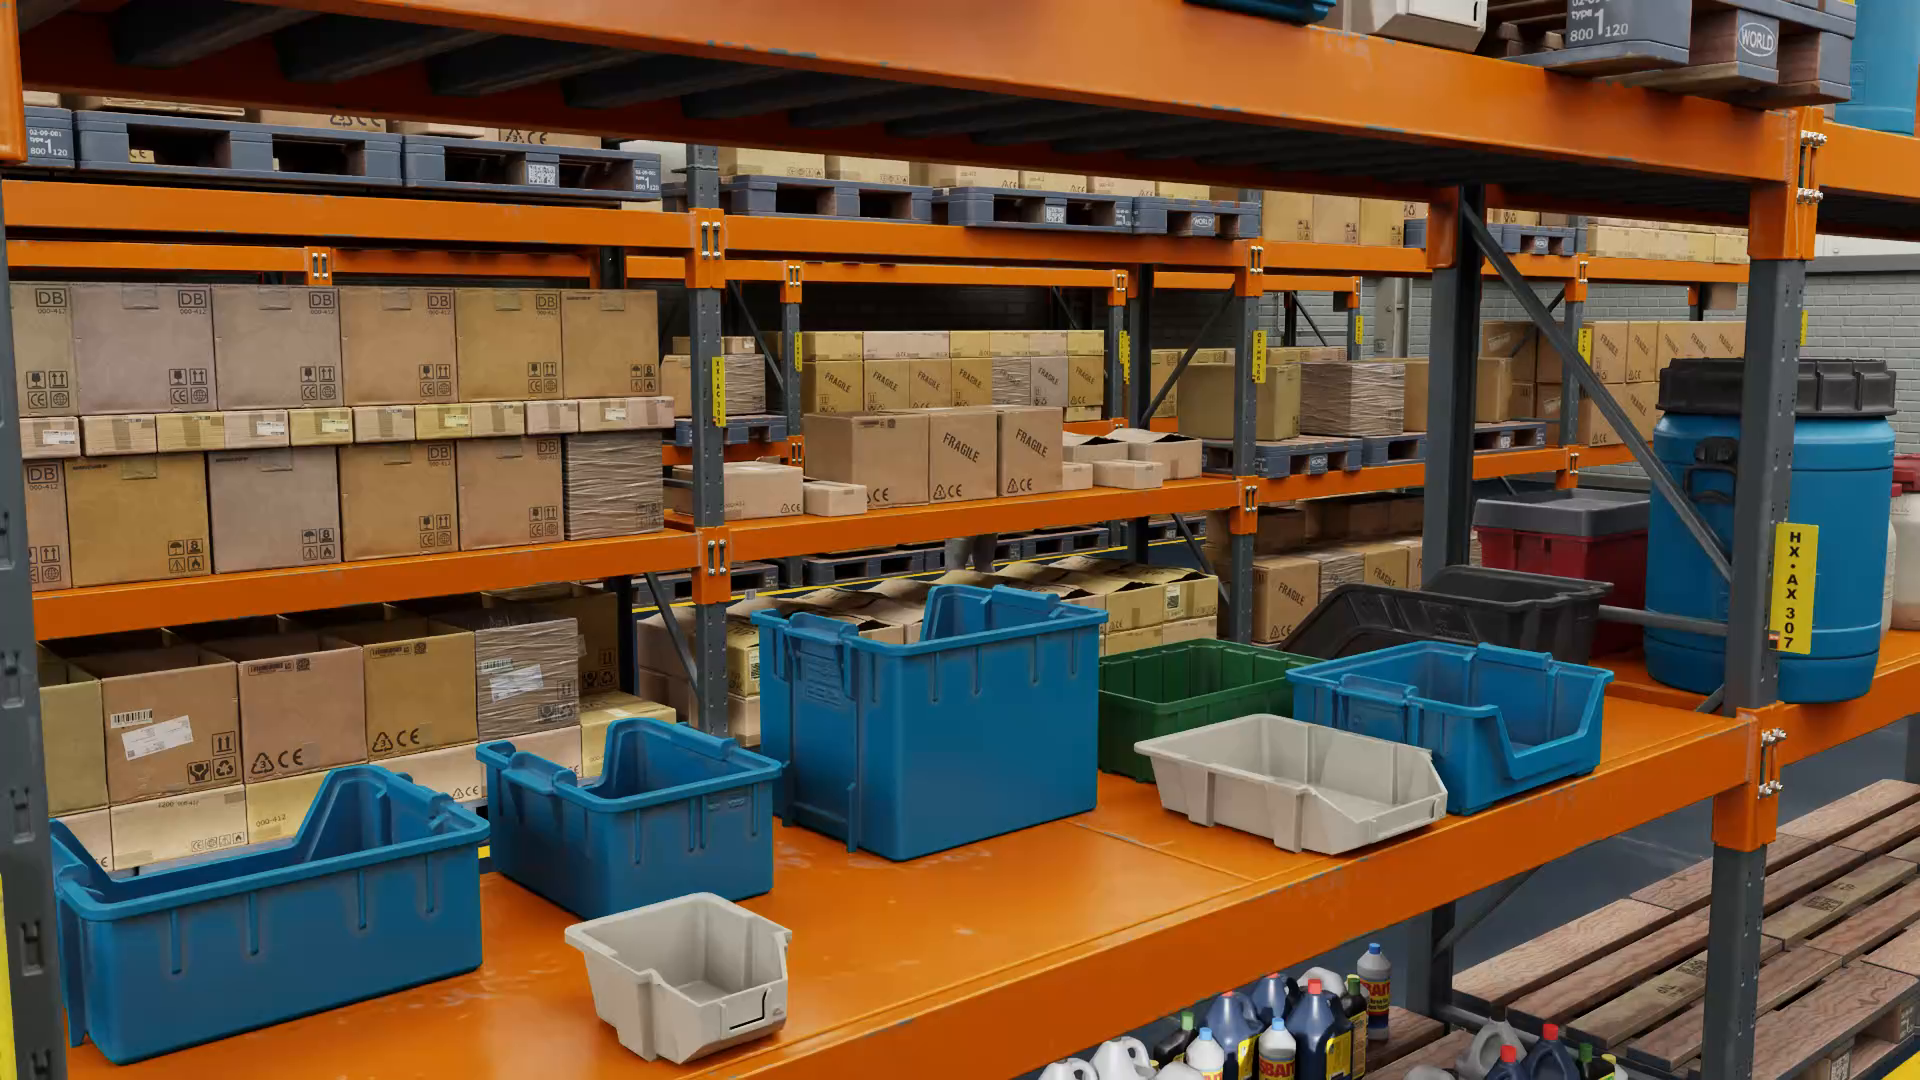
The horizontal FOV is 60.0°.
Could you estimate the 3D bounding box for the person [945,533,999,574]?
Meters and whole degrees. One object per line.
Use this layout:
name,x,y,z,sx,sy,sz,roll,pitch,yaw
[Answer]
person,0.071,-0.166,12.525,0.547,1.666,0.473,-7,10,-41
